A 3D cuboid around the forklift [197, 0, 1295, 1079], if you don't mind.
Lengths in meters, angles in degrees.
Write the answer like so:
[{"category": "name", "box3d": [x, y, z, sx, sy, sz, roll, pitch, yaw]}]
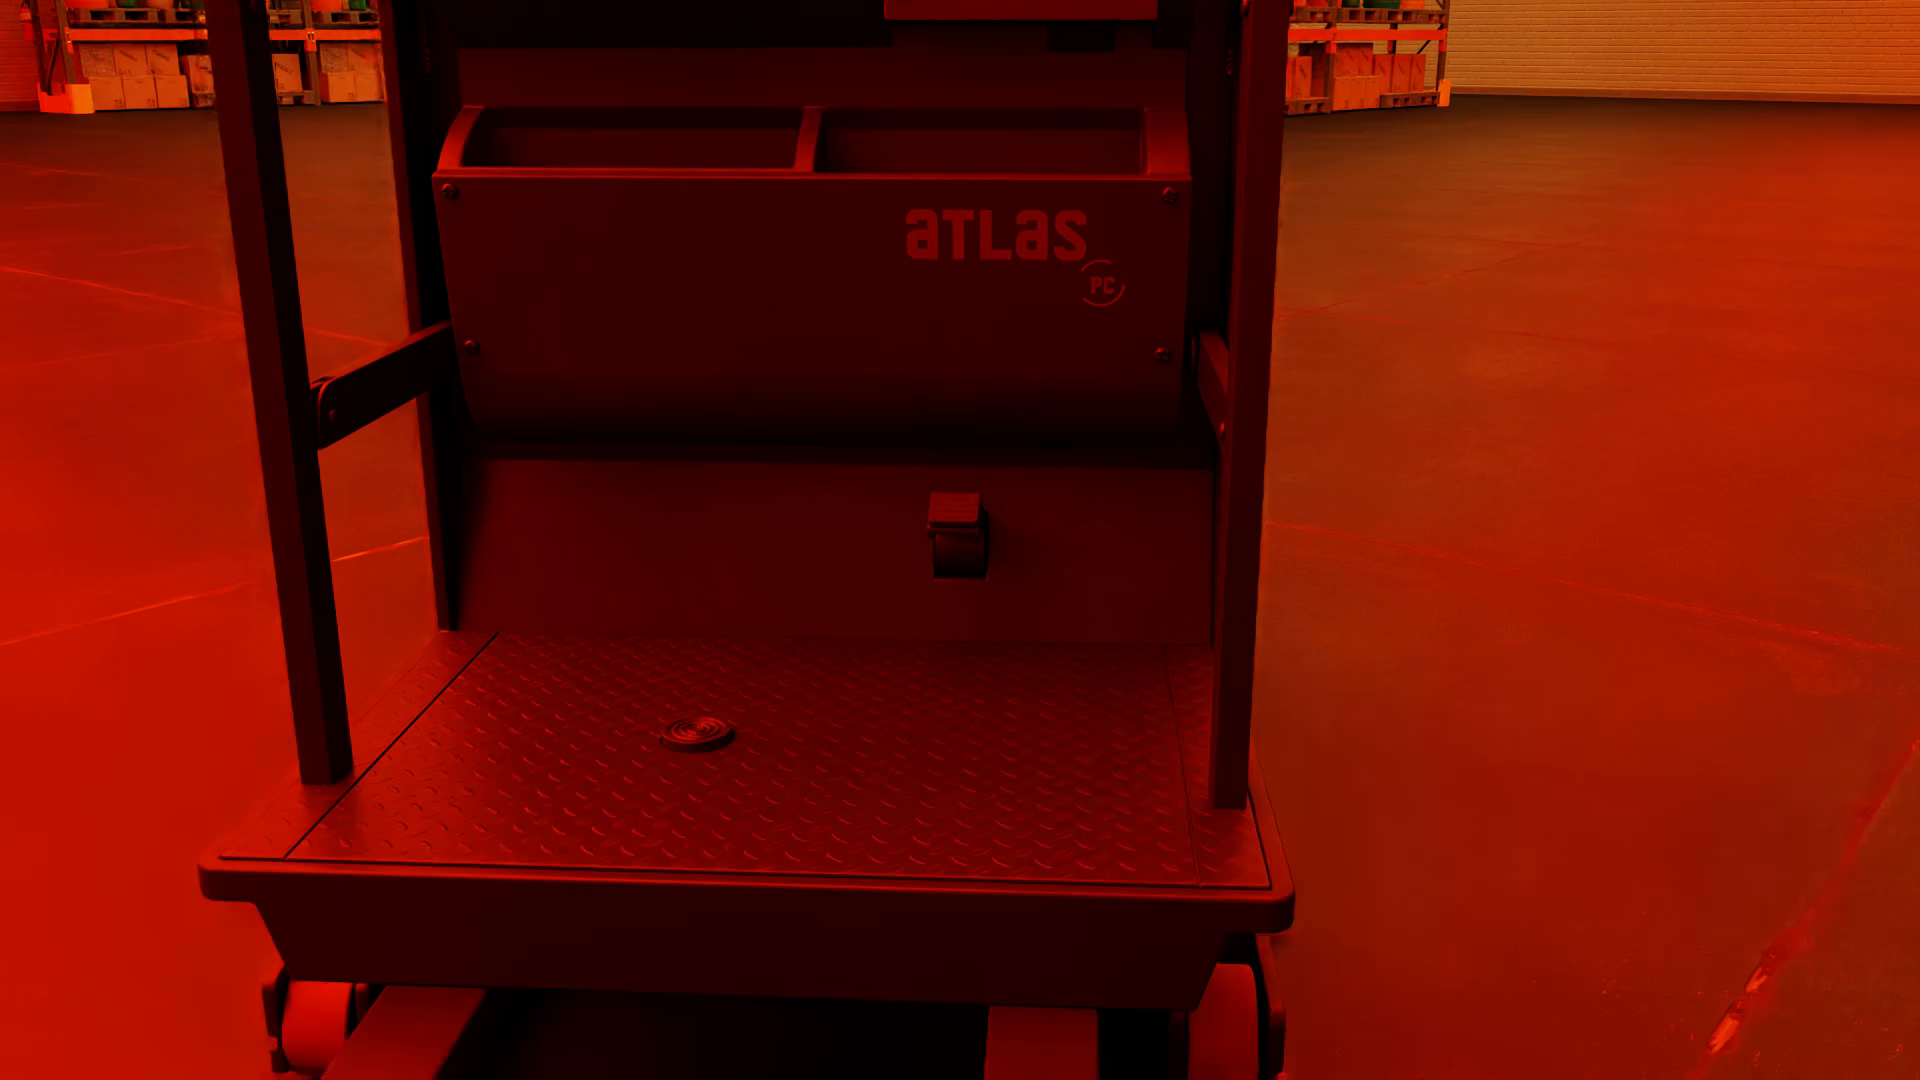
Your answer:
[{"category": "forklift", "box3d": [-0.192, -0.865, 1.746, 1.130, 2.935, 3.031, 1, 17, 3]}]
